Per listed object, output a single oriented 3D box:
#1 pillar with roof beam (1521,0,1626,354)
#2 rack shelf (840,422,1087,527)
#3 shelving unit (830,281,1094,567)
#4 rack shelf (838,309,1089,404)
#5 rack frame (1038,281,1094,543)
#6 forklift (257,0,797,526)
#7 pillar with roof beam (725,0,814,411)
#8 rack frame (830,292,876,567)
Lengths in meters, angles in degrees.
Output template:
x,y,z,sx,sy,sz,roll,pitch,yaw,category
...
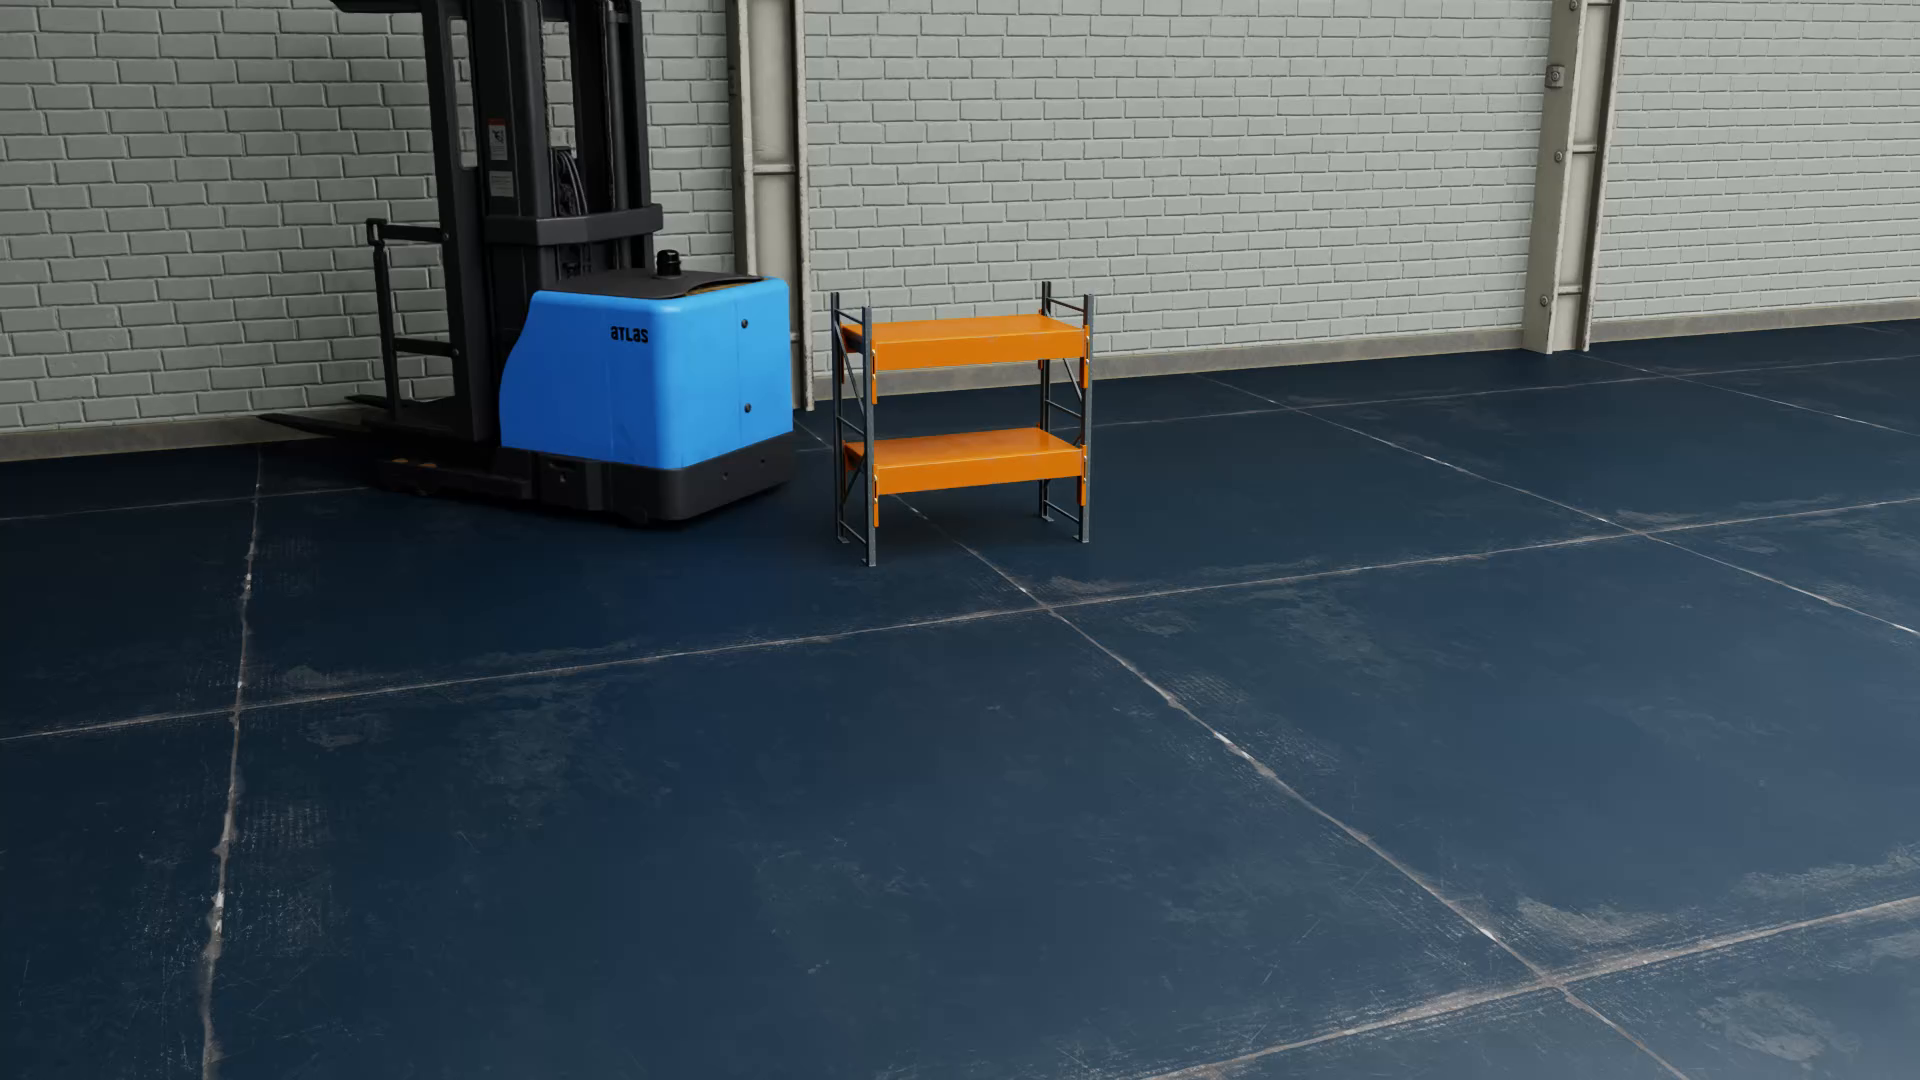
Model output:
x,y,z,sx,sy,sz,roll,pitch,yaw,category
5.998,-4.618,7.353,0.400,9.000,9.100,-6,17,-20,pillar with roof beam
0.006,-0.306,7.511,1.000,0.278,0.538,-6,17,-20,rack shelf
0.006,-0.540,7.442,1.048,1.125,0.538,-6,17,-20,shelving unit
0.006,-0.821,7.360,1.000,0.278,0.538,-6,17,-20,rack shelf
0.481,-0.592,7.617,0.032,1.125,0.500,-6,17,-20,rack frame
-2.370,-1.749,8.353,3.031,2.935,1.130,9,18,27,forklift
0.395,-4.013,5.293,0.400,9.000,9.100,-6,17,-20,pillar with roof beam
-0.468,-0.489,7.268,0.032,1.125,0.500,-6,17,-20,rack frame
